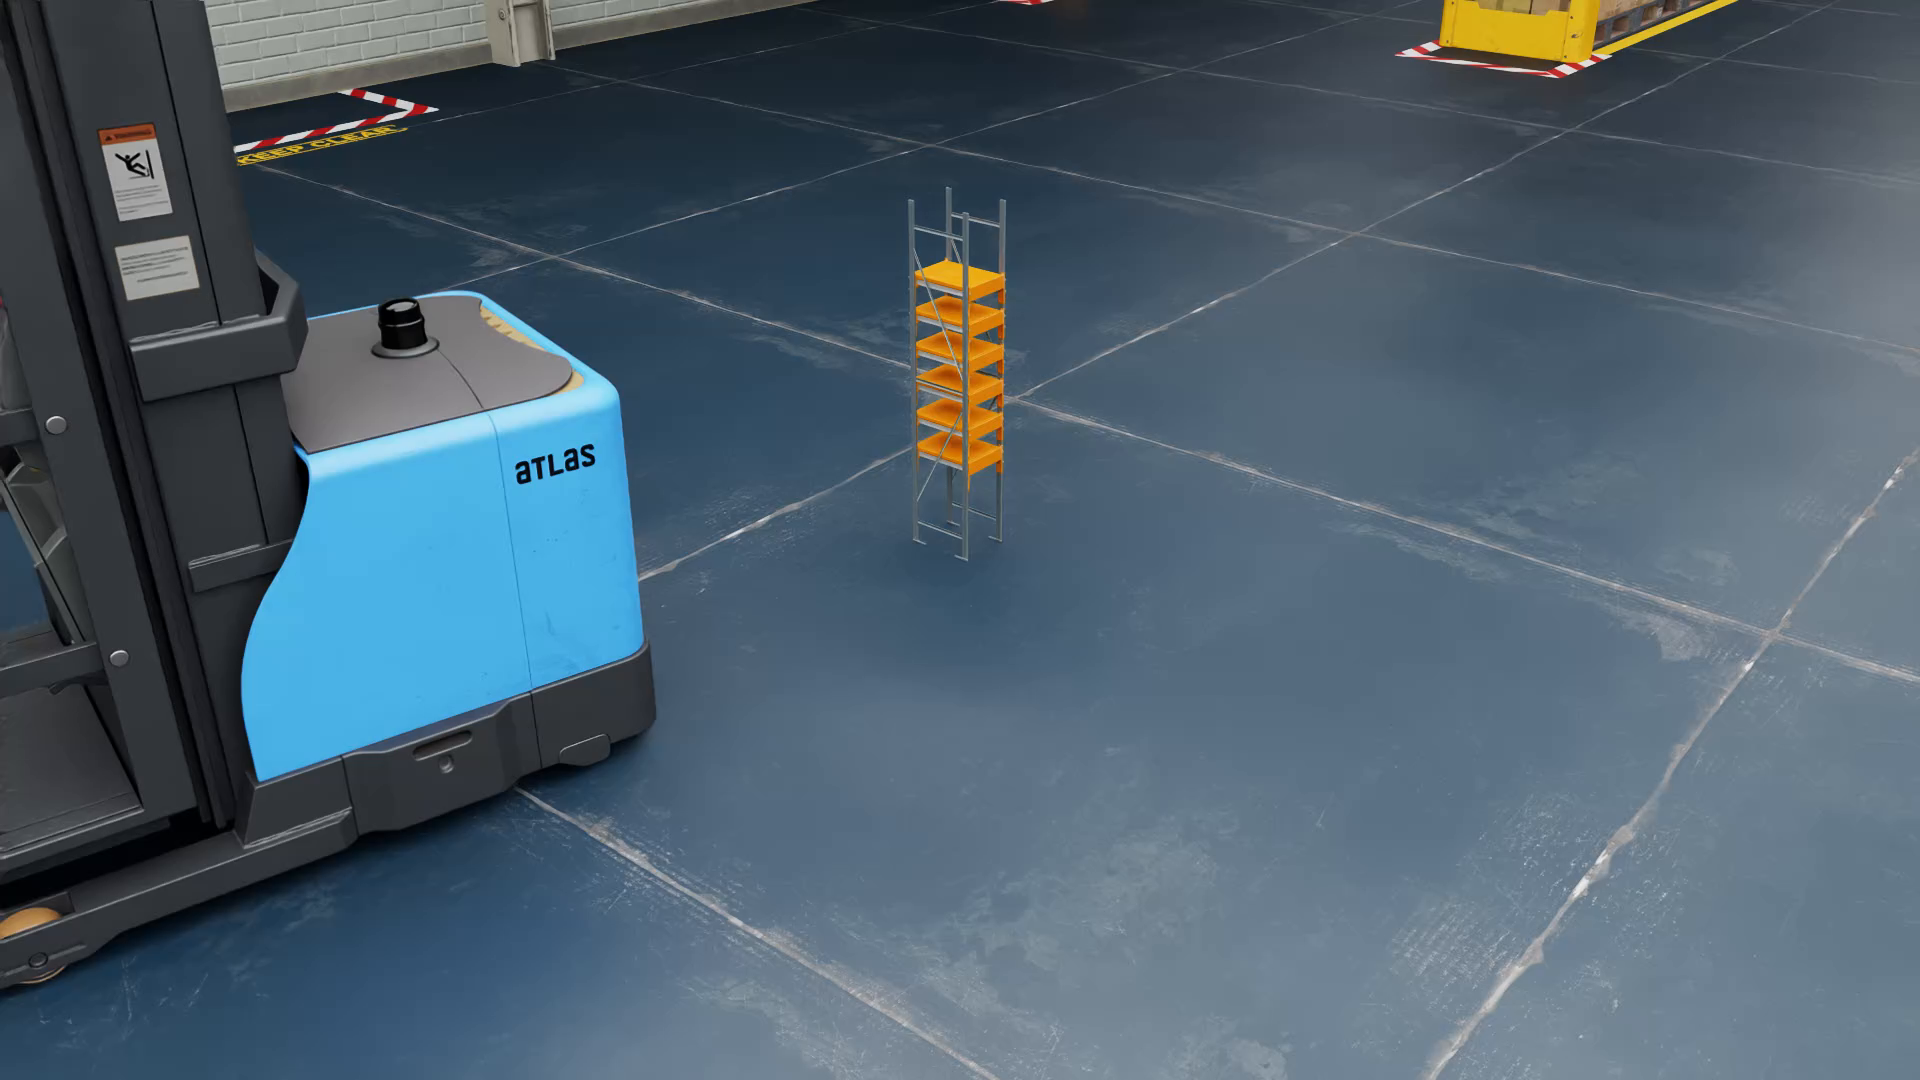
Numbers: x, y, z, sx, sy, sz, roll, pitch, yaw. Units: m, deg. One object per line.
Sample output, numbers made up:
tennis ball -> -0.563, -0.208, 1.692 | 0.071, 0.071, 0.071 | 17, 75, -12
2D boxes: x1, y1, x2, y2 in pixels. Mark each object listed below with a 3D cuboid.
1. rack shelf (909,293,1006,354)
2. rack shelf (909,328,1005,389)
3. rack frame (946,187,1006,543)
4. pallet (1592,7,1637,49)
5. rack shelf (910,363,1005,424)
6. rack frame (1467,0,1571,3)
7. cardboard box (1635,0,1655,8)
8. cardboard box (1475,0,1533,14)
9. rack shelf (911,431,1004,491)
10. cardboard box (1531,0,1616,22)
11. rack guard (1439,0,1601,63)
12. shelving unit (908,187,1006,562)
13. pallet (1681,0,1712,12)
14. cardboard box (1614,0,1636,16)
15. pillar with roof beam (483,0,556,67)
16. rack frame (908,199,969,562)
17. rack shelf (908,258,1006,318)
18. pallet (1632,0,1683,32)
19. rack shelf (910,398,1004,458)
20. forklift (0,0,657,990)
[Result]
rack shelf -> -0.009, -0.701, 5.375 | 0.258, 0.103, 0.180 | 21, 34, 34
rack shelf -> -0.009, -0.595, 5.430 | 0.258, 0.103, 0.180 | 21, 34, 34
rack frame -> 0.049, -0.560, 5.527 | 0.240, 1.200, 0.006 | 21, 34, 34
pallet -> 4.905, -4.306, 13.843 | 1.003, 0.211, 1.213 | 21, 34, 34
rack shelf -> -0.009, -0.488, 5.485 | 0.258, 0.103, 0.180 | 21, 34, 34
rack frame -> 4.451, -5.261, 12.655 | 1.000, 3.000, 0.127 | 21, 34, 34
cardboard box -> 5.597, -4.707, 14.119 | 0.500, 0.250, 0.500 | 21, 34, 34
cardboard box -> 4.564, -4.503, 13.724 | 0.500, 0.250, 0.500 | 21, 34, 34
rack shelf -> -0.009, -0.275, 5.595 | 0.258, 0.103, 0.180 | 21, 34, 34
cardboard box -> 4.964, -4.351, 13.432 | 0.500, 0.250, 0.500 | 21, 34, 34
rack guard -> 4.436, -4.142, 13.213 | 1.175, 0.500, 0.348 | 21, 34, 34
shelving unit -> -0.009, -0.528, 5.464 | 0.258, 1.200, 0.189 | 21, 34, 34
pallet -> 6.457, -5.171, 15.515 | 1.003, 0.211, 1.213 | 21, 34, 34
cardboard box -> 5.279, -4.530, 13.777 | 0.500, 0.250, 0.500 | 21, 34, 34
pillar with roof beam -> -0.091, -6.487, 8.496 | 9.100, 9.000, 0.400 | 21, 34, 34
rack frame -> -0.067, -0.495, 5.402 | 0.240, 1.200, 0.006 | 21, 34, 34
rack shelf -> -0.009, -0.808, 5.319 | 0.258, 0.103, 0.180 | 21, 34, 34
pallet -> 5.681, -4.736, 14.676 | 1.003, 0.211, 1.213 | 21, 34, 34
rack shelf -> -0.009, -0.382, 5.540 | 0.258, 0.103, 0.180 | 21, 34, 34
forklift -> -2.336, -0.515, 3.555 | 3.031, 2.935, 1.130 | -19, 33, -32
